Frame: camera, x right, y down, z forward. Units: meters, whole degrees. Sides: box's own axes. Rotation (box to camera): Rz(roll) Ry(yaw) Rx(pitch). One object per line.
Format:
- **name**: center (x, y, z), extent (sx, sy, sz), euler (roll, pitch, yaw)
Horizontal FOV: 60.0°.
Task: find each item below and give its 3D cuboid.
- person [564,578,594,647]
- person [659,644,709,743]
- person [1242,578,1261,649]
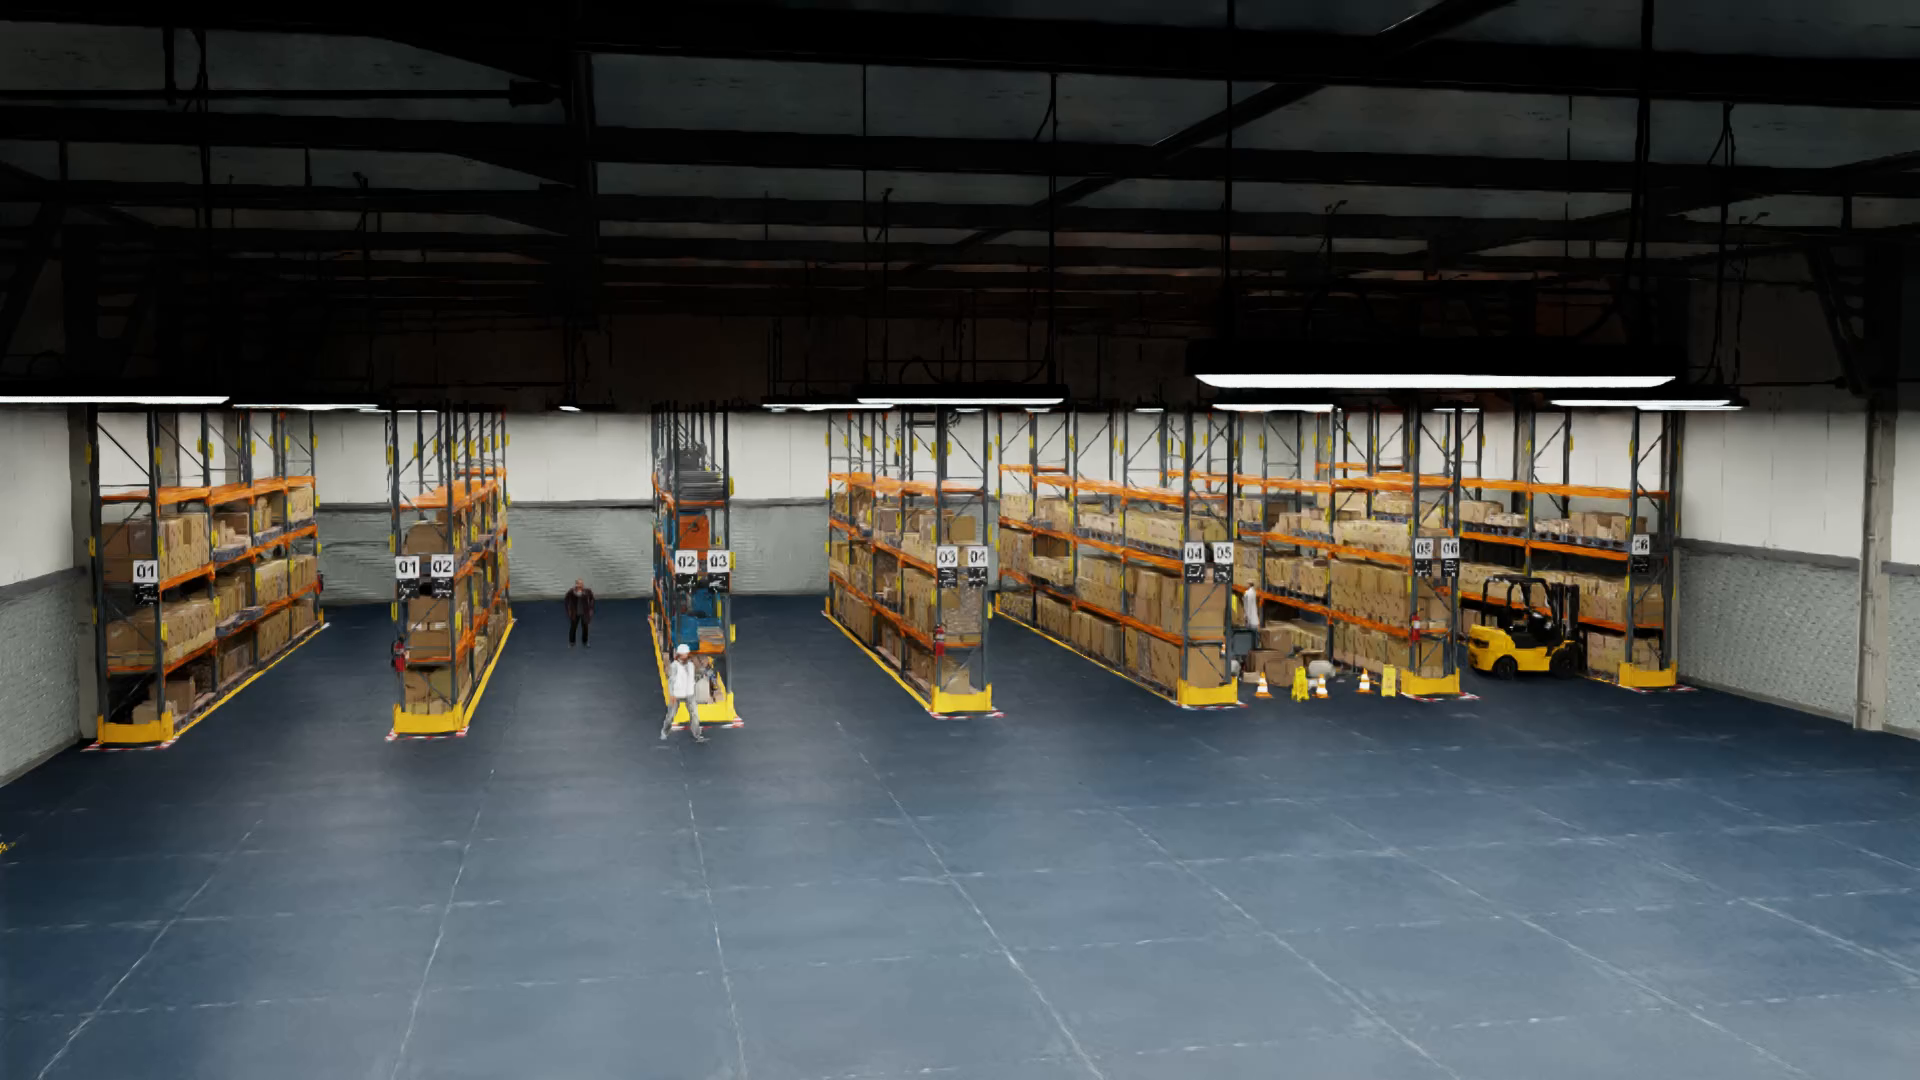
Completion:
- **person**: center (-9.385, 1.776, 40.982), extent (0.712, 1.732, 0.546), euler (-1, 4, -14)
- **person**: center (-4.851, 2.670, 28.972), extent (0.585, 1.747, 0.930), euler (-3, 6, -39)
- **person**: center (6.938, 1.805, 39.992), extent (0.643, 1.773, 0.673), euler (1, 4, 12)
